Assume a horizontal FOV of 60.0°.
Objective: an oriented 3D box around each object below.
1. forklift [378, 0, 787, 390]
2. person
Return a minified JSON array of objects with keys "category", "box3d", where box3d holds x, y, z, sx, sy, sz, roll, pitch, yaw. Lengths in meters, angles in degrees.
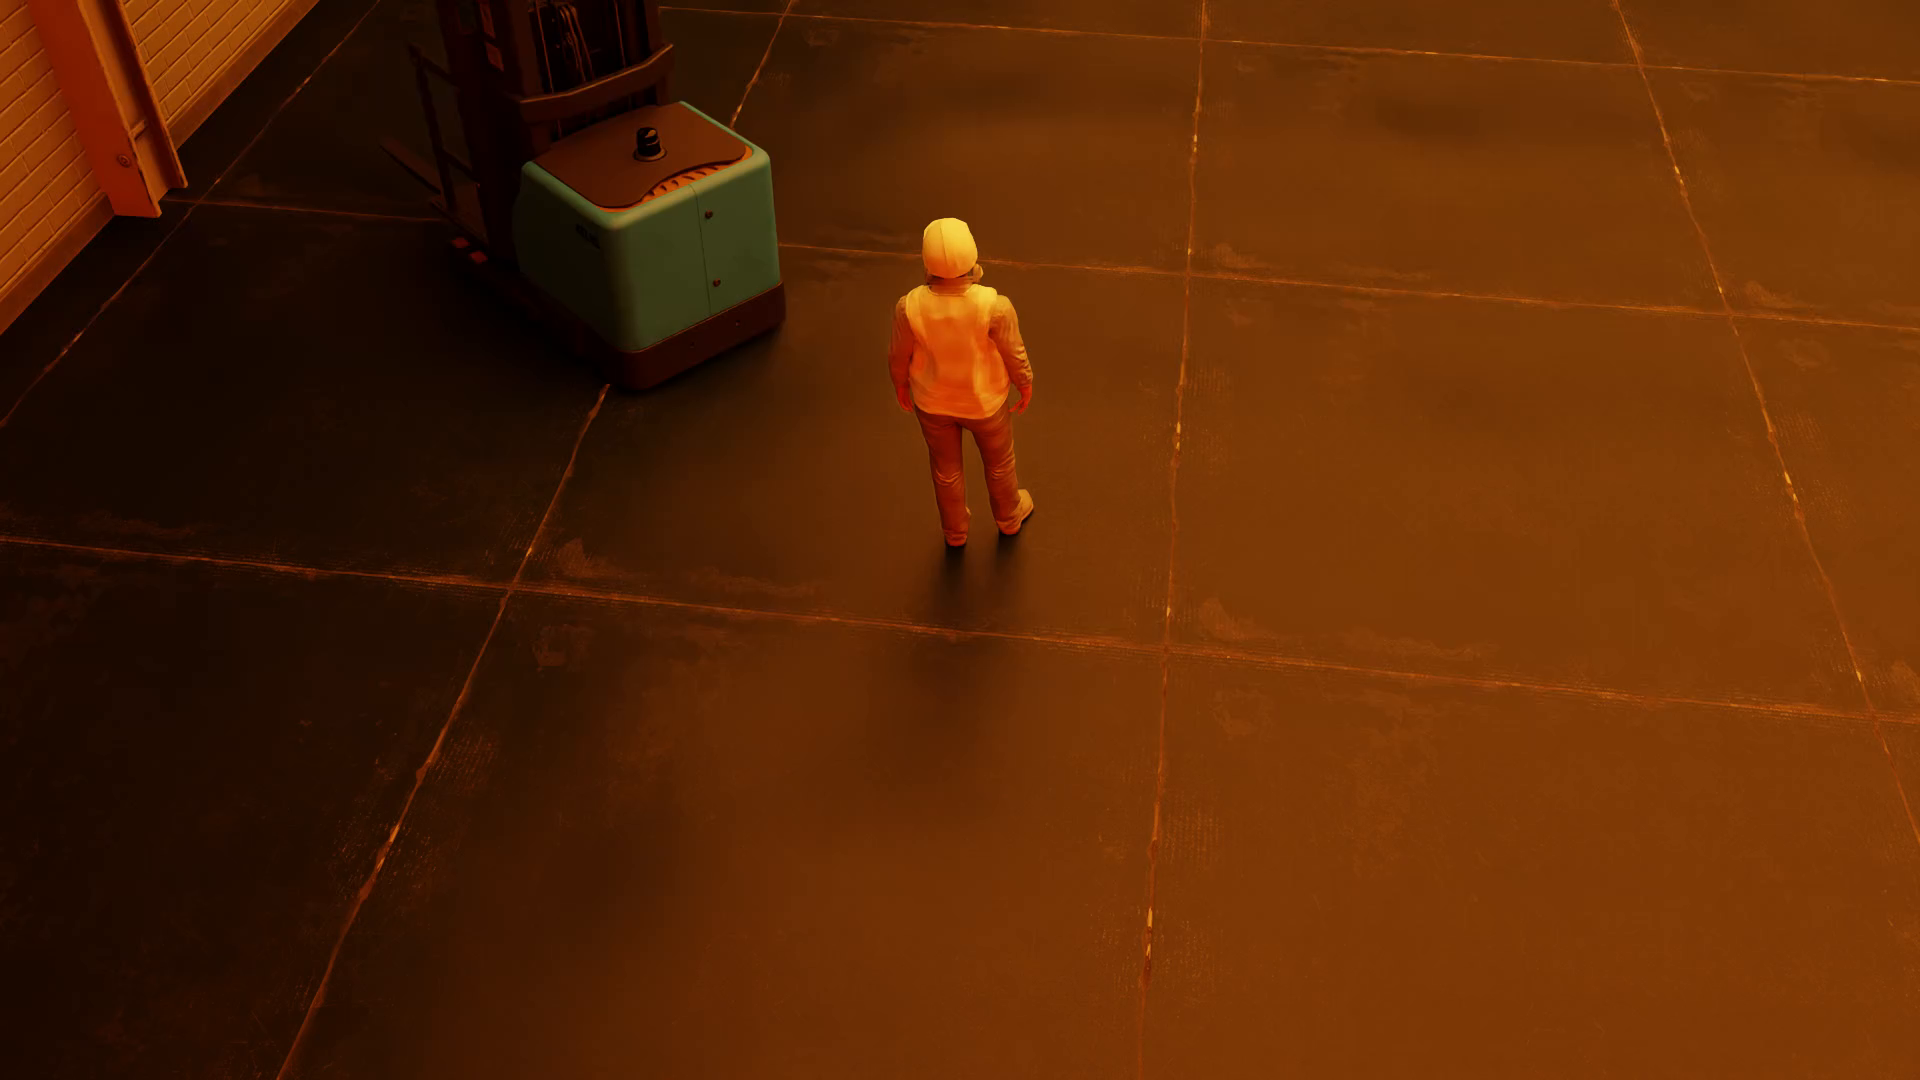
[{"category":"forklift","box3d":[-2.316,-2.770,8.739,1.130,2.935,3.031,-32,51,-30]},{"category":"person","box3d":[0.017,-0.699,7.330,0.632,1.773,0.568,5,43,6]}]
